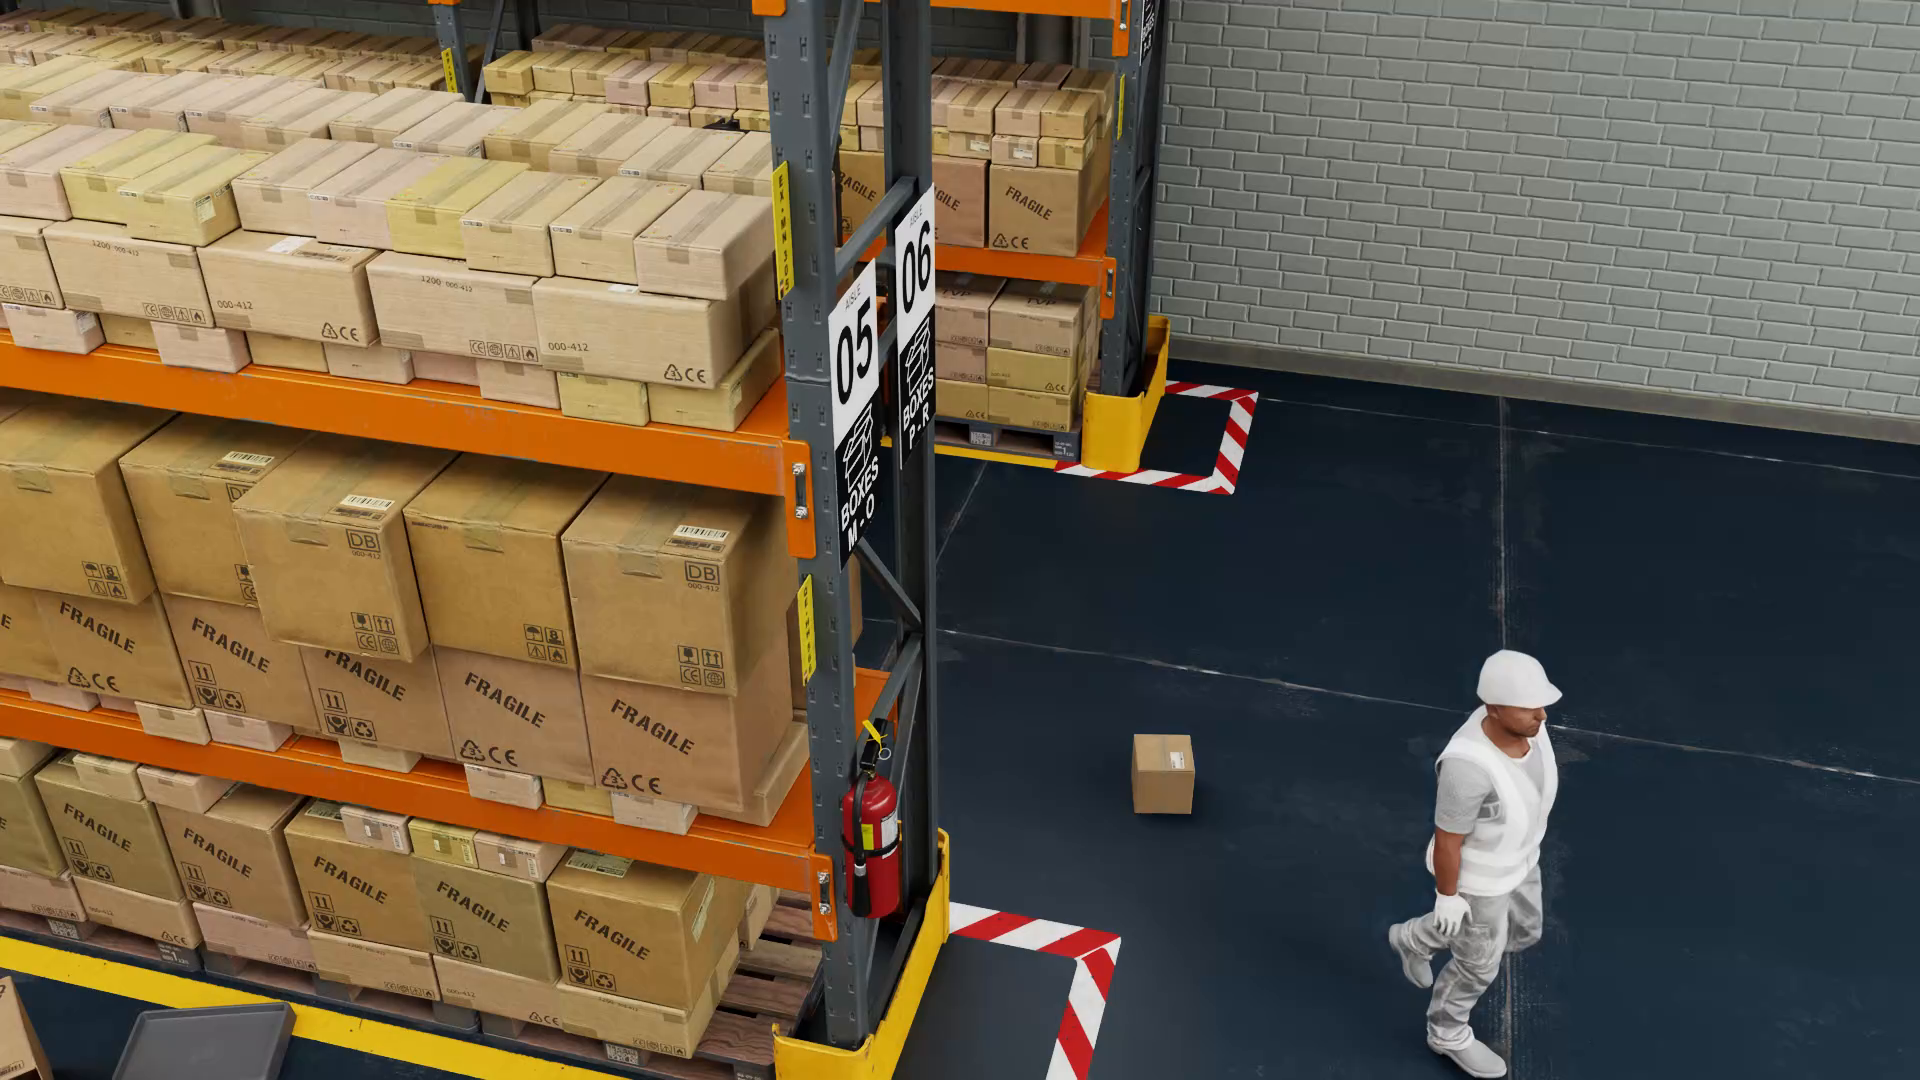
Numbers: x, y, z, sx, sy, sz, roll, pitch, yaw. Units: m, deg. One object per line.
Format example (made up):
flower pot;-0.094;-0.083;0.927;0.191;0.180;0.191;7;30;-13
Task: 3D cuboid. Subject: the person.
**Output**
person;1.816;1.115;5.841;0.584;1.773;0.578;25;40;33
